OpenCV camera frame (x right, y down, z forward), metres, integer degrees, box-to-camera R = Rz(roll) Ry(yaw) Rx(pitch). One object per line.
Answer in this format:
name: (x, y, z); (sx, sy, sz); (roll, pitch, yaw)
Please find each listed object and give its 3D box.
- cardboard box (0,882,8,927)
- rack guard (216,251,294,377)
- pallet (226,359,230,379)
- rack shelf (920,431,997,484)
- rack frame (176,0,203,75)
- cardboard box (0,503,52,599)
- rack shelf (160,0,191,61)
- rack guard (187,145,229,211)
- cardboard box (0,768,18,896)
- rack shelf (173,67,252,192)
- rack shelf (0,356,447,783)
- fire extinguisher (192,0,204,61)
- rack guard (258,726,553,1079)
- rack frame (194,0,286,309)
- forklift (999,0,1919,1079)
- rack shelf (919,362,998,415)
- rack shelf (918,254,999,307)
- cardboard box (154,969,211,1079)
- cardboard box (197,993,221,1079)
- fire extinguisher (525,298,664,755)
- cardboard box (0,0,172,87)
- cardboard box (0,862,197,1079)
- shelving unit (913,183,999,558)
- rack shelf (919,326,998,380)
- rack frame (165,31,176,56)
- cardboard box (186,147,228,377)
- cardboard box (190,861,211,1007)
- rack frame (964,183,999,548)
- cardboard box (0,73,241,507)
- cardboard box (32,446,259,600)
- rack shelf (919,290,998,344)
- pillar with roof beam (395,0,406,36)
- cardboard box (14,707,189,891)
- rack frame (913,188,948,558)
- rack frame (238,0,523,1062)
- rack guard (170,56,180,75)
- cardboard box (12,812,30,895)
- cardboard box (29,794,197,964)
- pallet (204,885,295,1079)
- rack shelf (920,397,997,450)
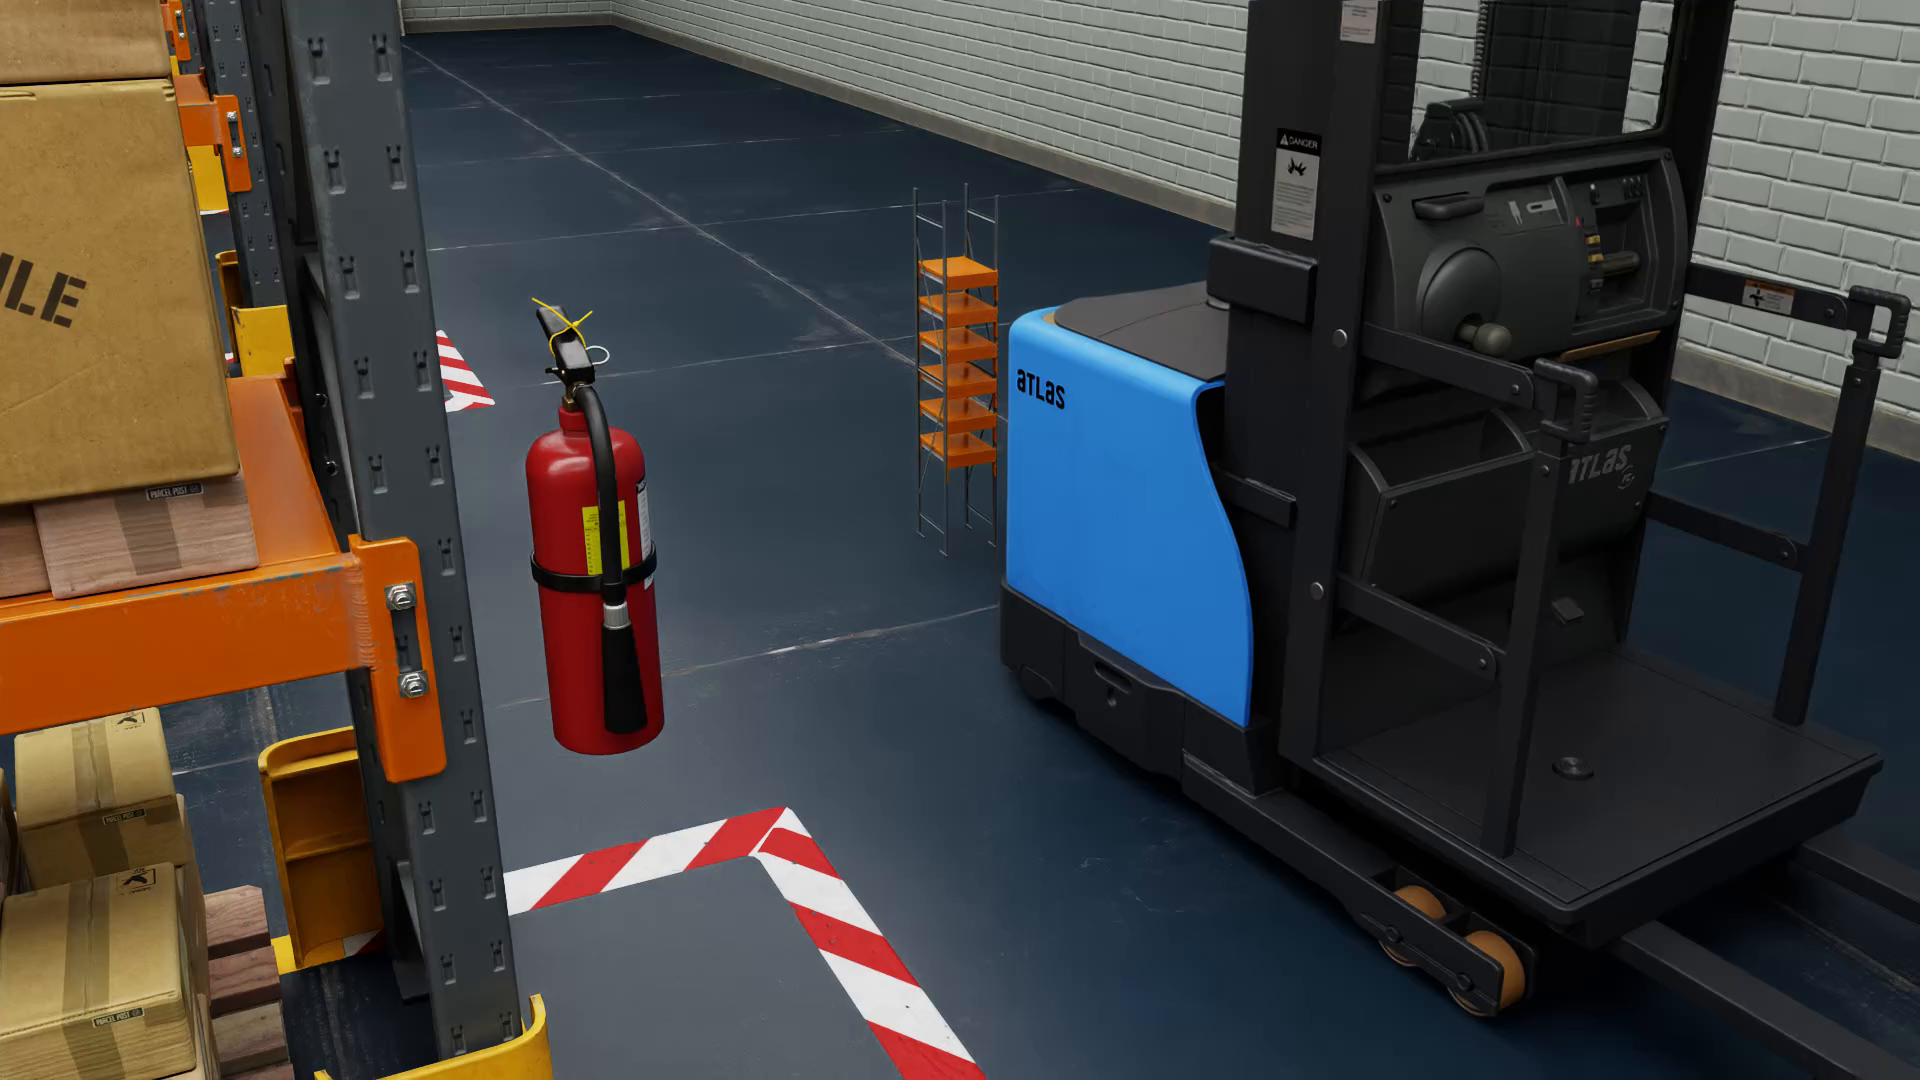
cardboard box: (-1.589, 0.705, 2.526); (0.250, 0.149, 0.380); (-10, 24, -23)
rack guard: (-3.010, -0.916, 7.308); (0.348, 0.500, 1.175); (-10, 25, -24)
pallet: (-3.718, -0.619, 6.968); (1.213, 0.211, 1.003); (-10, 25, -24)
rack shelf: (-0.013, -0.289, 5.624); (0.180, 0.103, 0.258); (-10, 25, -24)
rack frame: (-5.179, -3.773, 10.944); (0.127, 3.000, 1.000); (-10, 25, -24)
cardboard box: (-1.383, -0.045, 2.264); (0.250, 0.149, 0.380); (-10, 25, -24)
rack shelf: (-6.981, -3.109, 10.280); (4.000, 0.370, 1.077); (-10, 25, -24)
rack guard: (-5.163, -2.627, 11.443); (0.348, 0.500, 1.175); (-10, 25, -24)
cardboard box: (-1.787, 0.565, 2.864); (0.250, 0.149, 0.380); (-10, 24, -23)
rack shelf: (-4.833, -1.402, 6.157); (4.000, 0.370, 1.077); (-10, 25, -24)
rack shelf: (-2.773, 0.324, 1.987); (4.000, 0.370, 1.077); (-10, 25, -24)
fire extinguisher: (-4.846, -3.434, 10.712); (0.183, 0.674, 0.296); (-10, 25, -24)
rack guard: (-1.040, 0.827, 3.098); (0.348, 0.500, 1.175); (-10, 25, -24)
rack frame: (-3.031, -2.067, 6.821); (0.127, 3.000, 1.000); (-10, 25, -24)
forklift: (1.337, -0.589, 3.342); (1.130, 2.935, 3.031); (-14, 26, -30)
rack shelf: (-0.013, -0.511, 5.532); (0.180, 0.103, 0.258); (-10, 25, -24)
rack shelf: (-0.013, -0.844, 5.394); (0.180, 0.103, 0.258); (-10, 25, -24)
cardboard box: (-1.323, 0.831, 2.610); (0.250, 0.149, 0.380); (-11, 25, -25)
cardboard box: (-1.355, 0.942, 2.731); (0.250, 0.149, 0.380); (-10, 25, -23)
fire extinguisher: (-0.544, -0.015, 2.453); (0.183, 0.674, 0.296); (-10, 25, -24)
cardboard box: (-1.276, -0.824, 1.993); (0.500, 0.500, 0.500); (-11, 25, -25)
cardboard box: (-1.338, 0.683, 2.579); (0.250, 0.149, 0.380); (-10, 25, -23)
shelving unit: (-0.013, -0.552, 5.515); (0.189, 1.200, 0.258); (-10, 25, -24)
rack shelf: (-0.013, -0.622, 5.486); (0.180, 0.103, 0.258); (-10, 25, -24)
rack frame: (-7.324, -5.481, 15.070); (0.127, 3.000, 1.000); (-10, 25, -24)
cardboard box: (-3.573, -1.145, 6.824); (0.875, 0.875, 0.875); (-10, 25, -24)
cardboard box: (-1.582, 0.759, 3.172); (0.250, 0.149, 0.380); (-10, 24, -23)
rack frame: (0.069, -0.567, 5.551); (0.006, 1.200, 0.240); (-10, 25, -24)
cardboard box: (-1.264, -0.361, 2.180); (0.500, 0.500, 0.500); (-10, 24, -23)
cardboard box: (-1.142, -0.073, 2.333); (0.250, 0.149, 0.380); (-10, 25, -24)
rack shelf: (-0.013, -0.733, 5.440); (0.180, 0.103, 0.258); (-10, 25, -24)
pillar with roof beam: (-5.551, -9.222, 16.263); (0.400, 9.000, 9.100); (-10, 25, -24)
cardboard box: (-1.591, 0.478, 3.075); (0.250, 0.149, 0.380); (-12, 25, -26)
rack frame: (-0.095, -0.537, 5.478); (0.006, 1.200, 0.240); (-10, 25, -24)
rack frame: (-0.971, -0.340, 2.651); (0.127, 3.000, 1.000); (-10, 25, -24)
rack guard: (-7.393, -4.314, 15.517); (0.348, 0.500, 1.175); (-10, 25, -24)
cardboard box: (-1.826, 0.670, 3.000); (0.250, 0.149, 0.380); (-11, 25, -24)
cardboard box: (-1.555, 0.644, 3.062); (0.250, 0.149, 0.380); (-9, 24, -21)
pallet: (-1.787, 1.083, 2.857); (1.213, 0.211, 1.003); (-10, 25, -24)
rack shelf: (-0.013, -0.400, 5.578); (0.180, 0.103, 0.258); (-10, 25, -24)
